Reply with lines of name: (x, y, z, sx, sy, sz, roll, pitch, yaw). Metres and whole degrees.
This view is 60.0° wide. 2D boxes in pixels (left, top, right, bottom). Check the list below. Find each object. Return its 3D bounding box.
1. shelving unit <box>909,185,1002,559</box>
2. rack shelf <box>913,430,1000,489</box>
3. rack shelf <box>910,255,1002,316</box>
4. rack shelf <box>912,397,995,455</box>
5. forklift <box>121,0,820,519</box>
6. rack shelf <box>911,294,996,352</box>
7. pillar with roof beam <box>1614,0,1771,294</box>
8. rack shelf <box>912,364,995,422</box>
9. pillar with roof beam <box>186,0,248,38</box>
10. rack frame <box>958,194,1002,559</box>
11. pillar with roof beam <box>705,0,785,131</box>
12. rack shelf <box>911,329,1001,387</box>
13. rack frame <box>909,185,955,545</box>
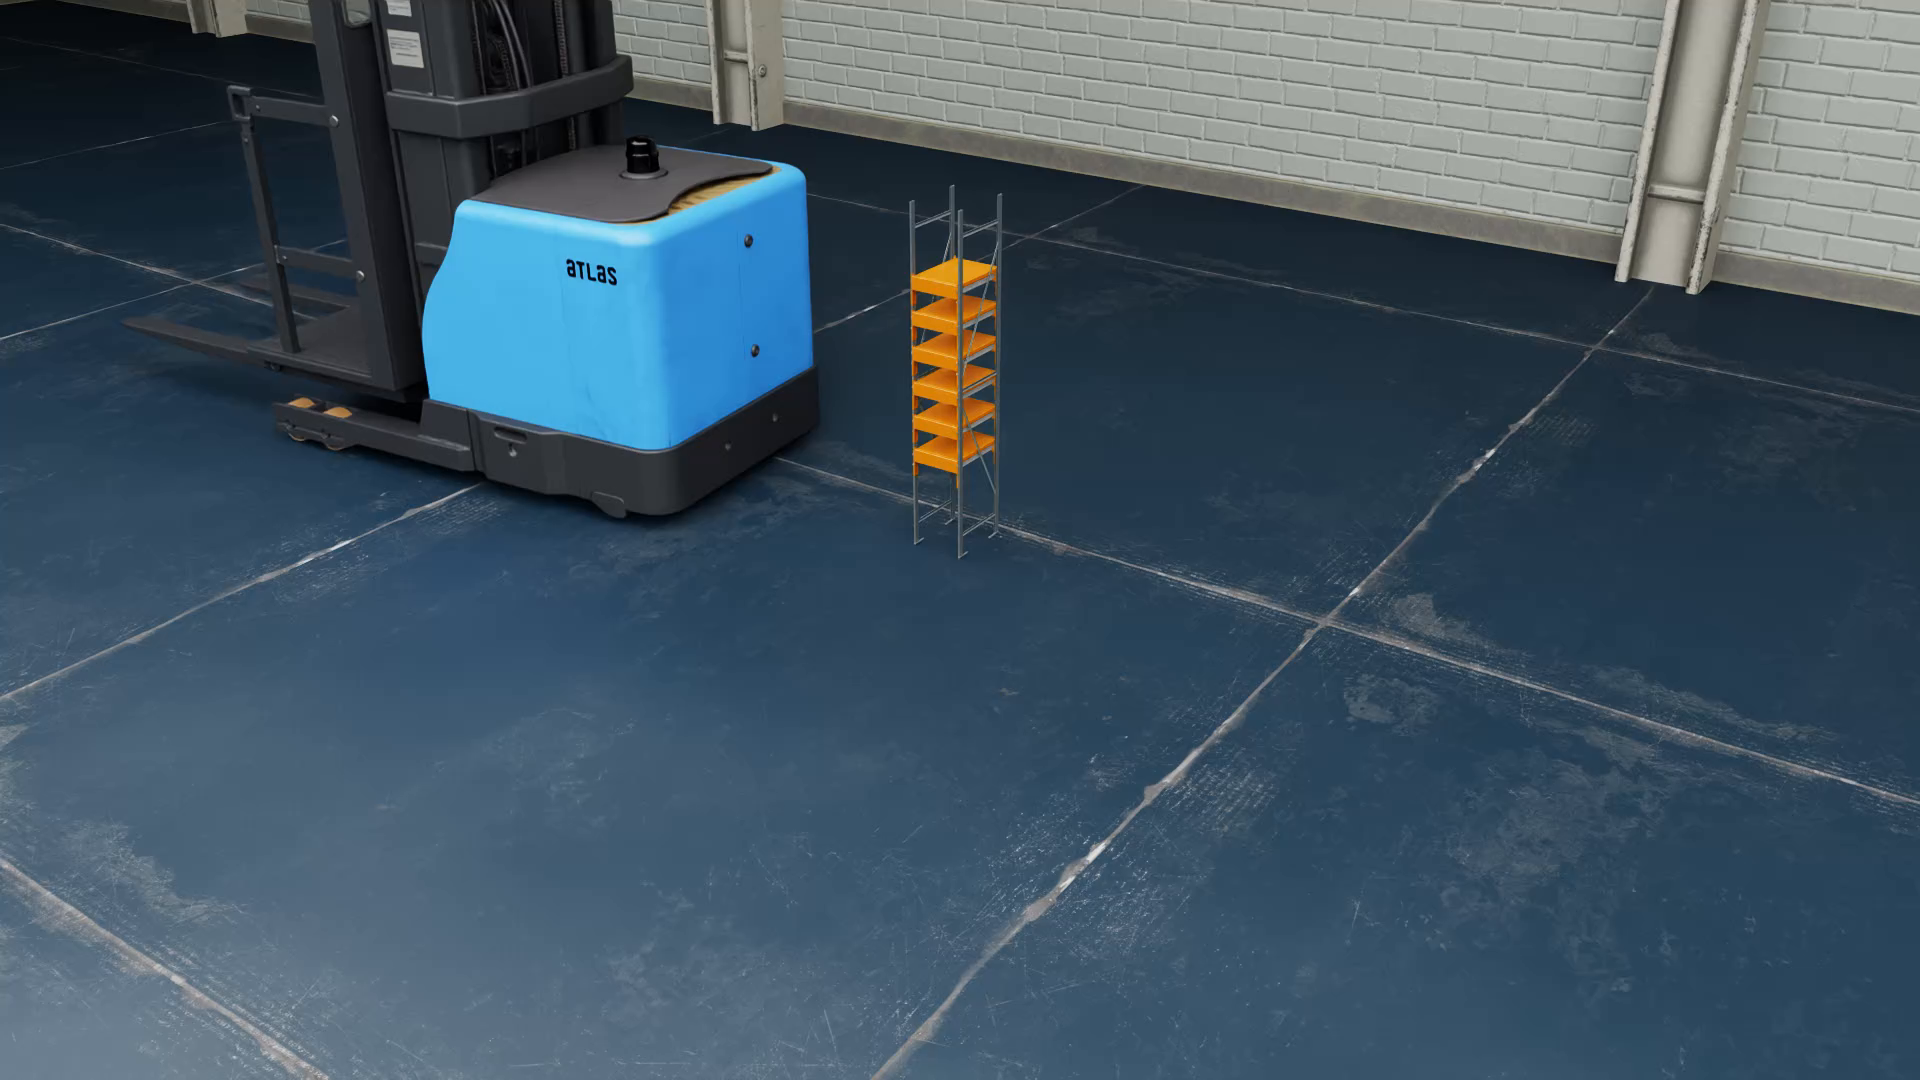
shelving unit: (-0.012, -0.538, 5.485, 0.189, 1.200, 0.258, 17, 32, 30)
rack shelf: (-0.012, -0.285, 5.614, 0.180, 0.103, 0.258, 17, 32, 30)
rack shelf: (-0.012, -0.820, 5.342, 0.180, 0.103, 0.258, 17, 32, 30)
rack shelf: (-0.012, -0.392, 5.560, 0.180, 0.103, 0.258, 17, 32, 30)
forklift: (-2.091, -1.845, 6.145, 3.031, 2.935, 1.130, 14, 30, 25)
rack shelf: (-0.012, -0.713, 5.396, 0.180, 0.103, 0.258, 17, 32, 30)
pillar with roof beam: (1.077, -3.704, 3.106, 0.400, 9.000, 9.100, 17, 32, 30)
rack shelf: (-0.012, -0.499, 5.505, 0.180, 0.103, 0.258, 17, 32, 30)
pillar with roof beam: (-8.815, -6.785, 9.161, 0.400, 9.000, 9.100, 17, 32, 30)
rack frame: (0.063, -0.515, 5.439, 0.006, 1.200, 0.240, 17, 32, 30)
pillar with roof beam: (-3.869, -5.245, 6.134, 0.400, 9.000, 9.100, 17, 32, 30)
rack shelf: (-0.012, -0.606, 5.451, 0.180, 0.103, 0.258, 17, 32, 30)
rack frame: (-0.087, -0.562, 5.531, 0.006, 1.200, 0.240, 17, 32, 30)
